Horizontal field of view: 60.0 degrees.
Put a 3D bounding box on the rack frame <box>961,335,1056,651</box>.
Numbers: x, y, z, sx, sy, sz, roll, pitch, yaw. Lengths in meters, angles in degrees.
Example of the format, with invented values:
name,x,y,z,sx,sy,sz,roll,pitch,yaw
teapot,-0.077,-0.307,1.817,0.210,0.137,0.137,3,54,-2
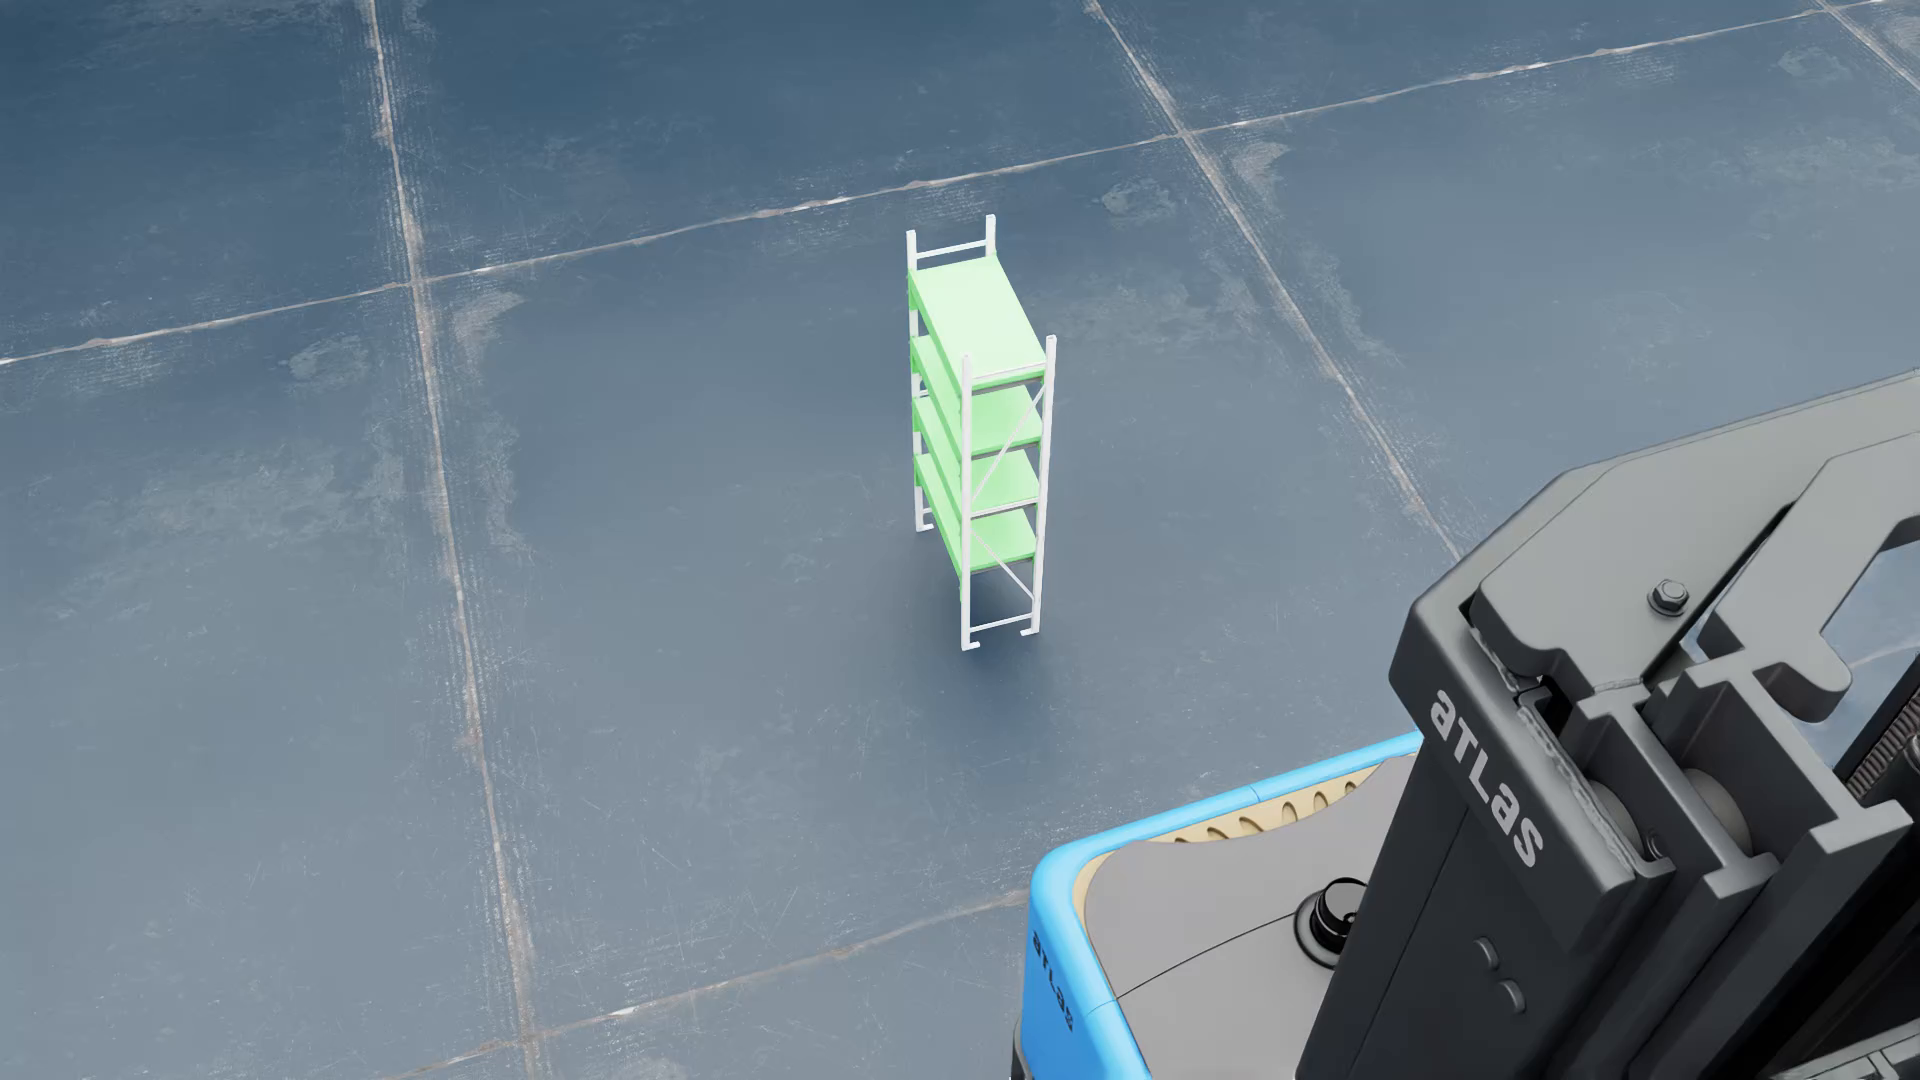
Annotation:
name,x,y,z,sx,sy,sz,roll,pitch,yaw
rack frame,0.121,-0.088,4.539,0.240,1.200,0.015,-13,51,-11

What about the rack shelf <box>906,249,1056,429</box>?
name,x,y,z,sx,sy,sz,roll,pitch,yaw
rack shelf,0.049,-0.534,4.371,0.258,0.148,0.480,-13,51,-11

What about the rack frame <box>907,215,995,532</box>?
name,x,y,z,sx,sy,sz,roll,pitch,yaw
rack frame,-0.023,-0.444,4.840,0.240,1.200,0.015,-13,51,-11

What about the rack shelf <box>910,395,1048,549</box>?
name,x,y,z,sx,sy,sz,roll,pitch,yaw
rack shelf,0.049,-0.225,4.738,0.258,0.148,0.480,-13,51,-11

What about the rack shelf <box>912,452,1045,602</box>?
name,x,y,z,sx,sy,sz,roll,pitch,yaw
rack shelf,0.049,-0.070,4.922,0.258,0.148,0.480,-13,51,-11

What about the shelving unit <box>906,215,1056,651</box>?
name,x,y,z,sx,sy,sz,roll,pitch,yaw
shelving unit,0.049,-0.266,4.689,0.258,1.200,0.503,-13,51,-11

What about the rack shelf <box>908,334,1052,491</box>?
name,x,y,z,sx,sy,sz,roll,pitch,yaw
rack shelf,0.049,-0.379,4.555,0.258,0.148,0.480,-13,51,-11

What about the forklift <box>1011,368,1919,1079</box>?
name,x,y,z,sx,sy,sz,roll,pitch,yaw
forklift,1.103,1.316,2.224,1.130,2.935,3.031,-15,52,-13
